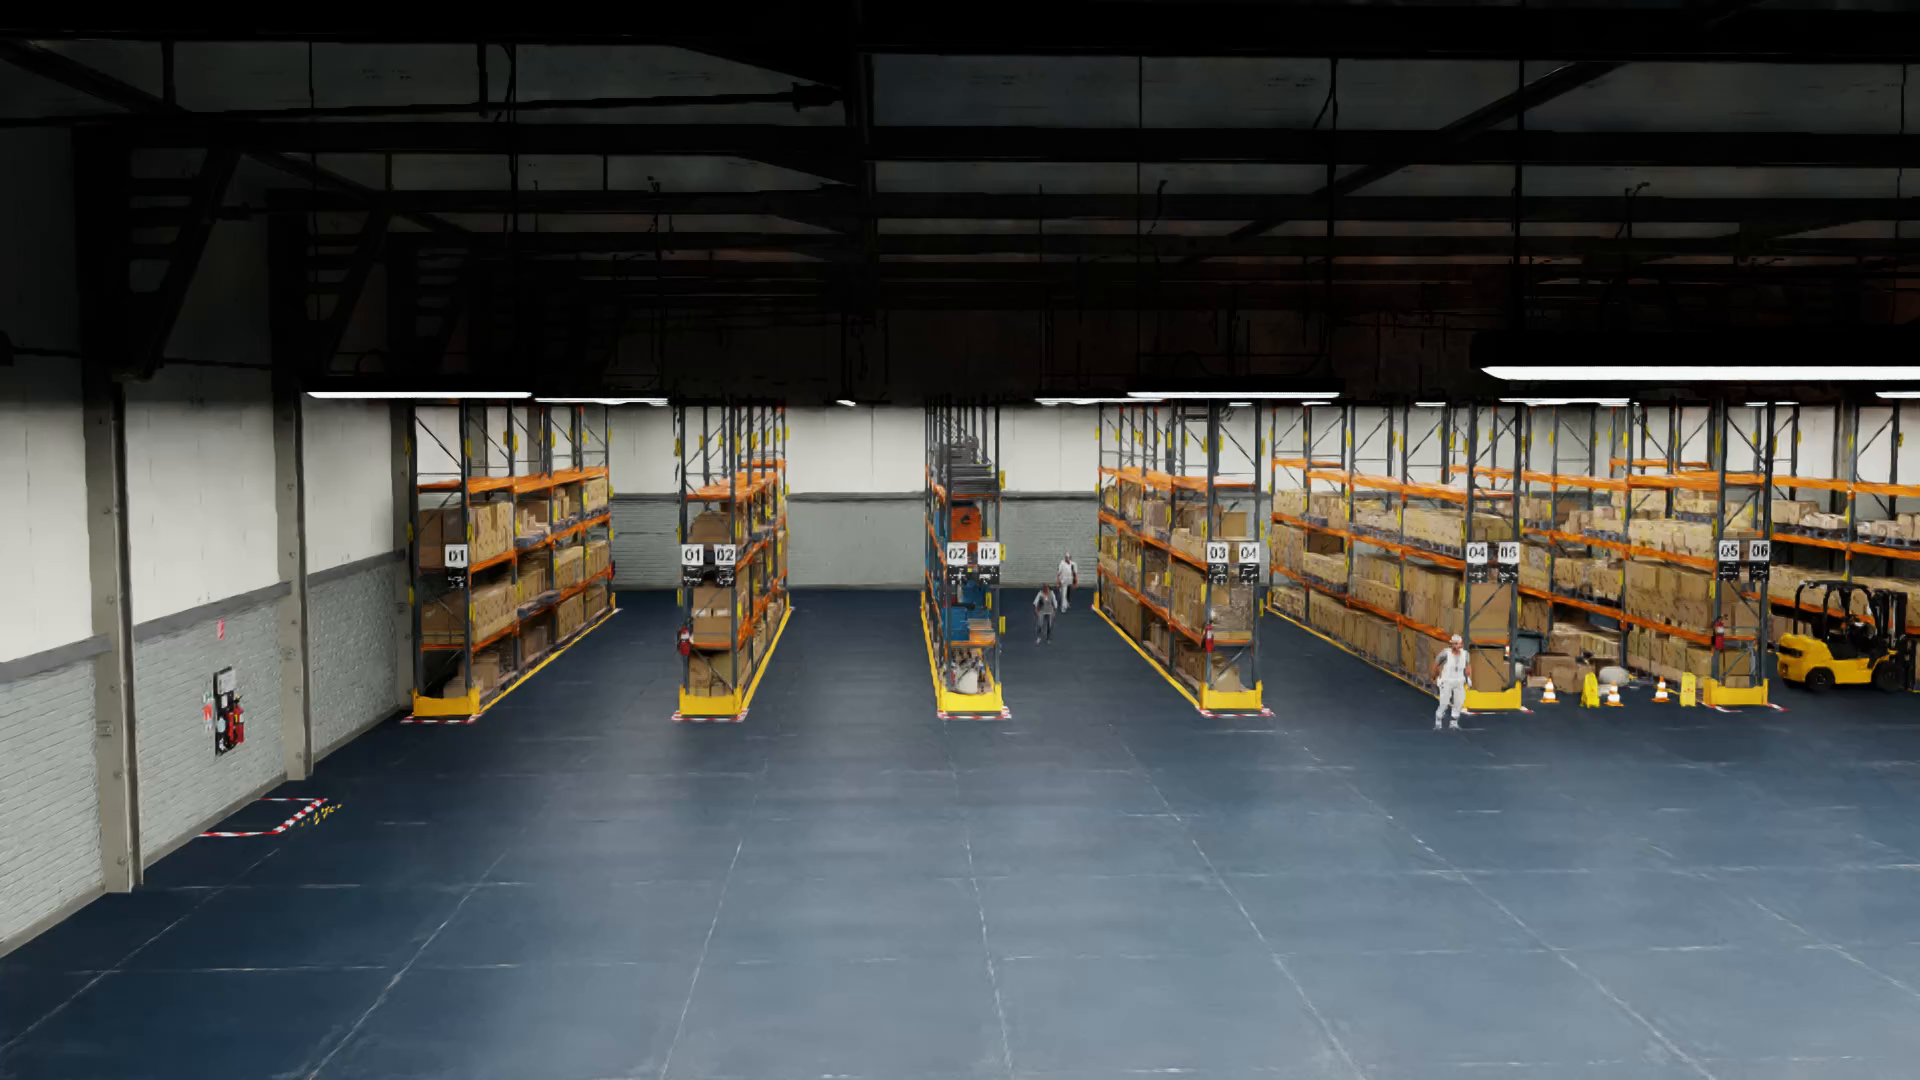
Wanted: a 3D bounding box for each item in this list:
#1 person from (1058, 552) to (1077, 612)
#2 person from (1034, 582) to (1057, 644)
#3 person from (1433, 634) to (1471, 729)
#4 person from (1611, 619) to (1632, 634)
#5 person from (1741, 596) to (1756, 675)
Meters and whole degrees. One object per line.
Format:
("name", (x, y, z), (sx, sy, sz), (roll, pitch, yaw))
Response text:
("person", (3.043, 1.165, 46.892), (0.540, 1.676, 1.130), (0, 5, -5))
("person", (2.075, 1.769, 40.411), (0.566, 1.541, 0.519), (0, 5, -5))
("person", (8.765, 2.525, 29.588), (0.677, 1.742, 0.551), (0, 5, -4))
("person", (16.910, 1.540, 42.440), (0.551, 1.642, 0.598), (2, 5, 25))
("person", (16.890, 2.053, 35.766), (0.455, 1.675, 0.525), (2, 5, 27))
